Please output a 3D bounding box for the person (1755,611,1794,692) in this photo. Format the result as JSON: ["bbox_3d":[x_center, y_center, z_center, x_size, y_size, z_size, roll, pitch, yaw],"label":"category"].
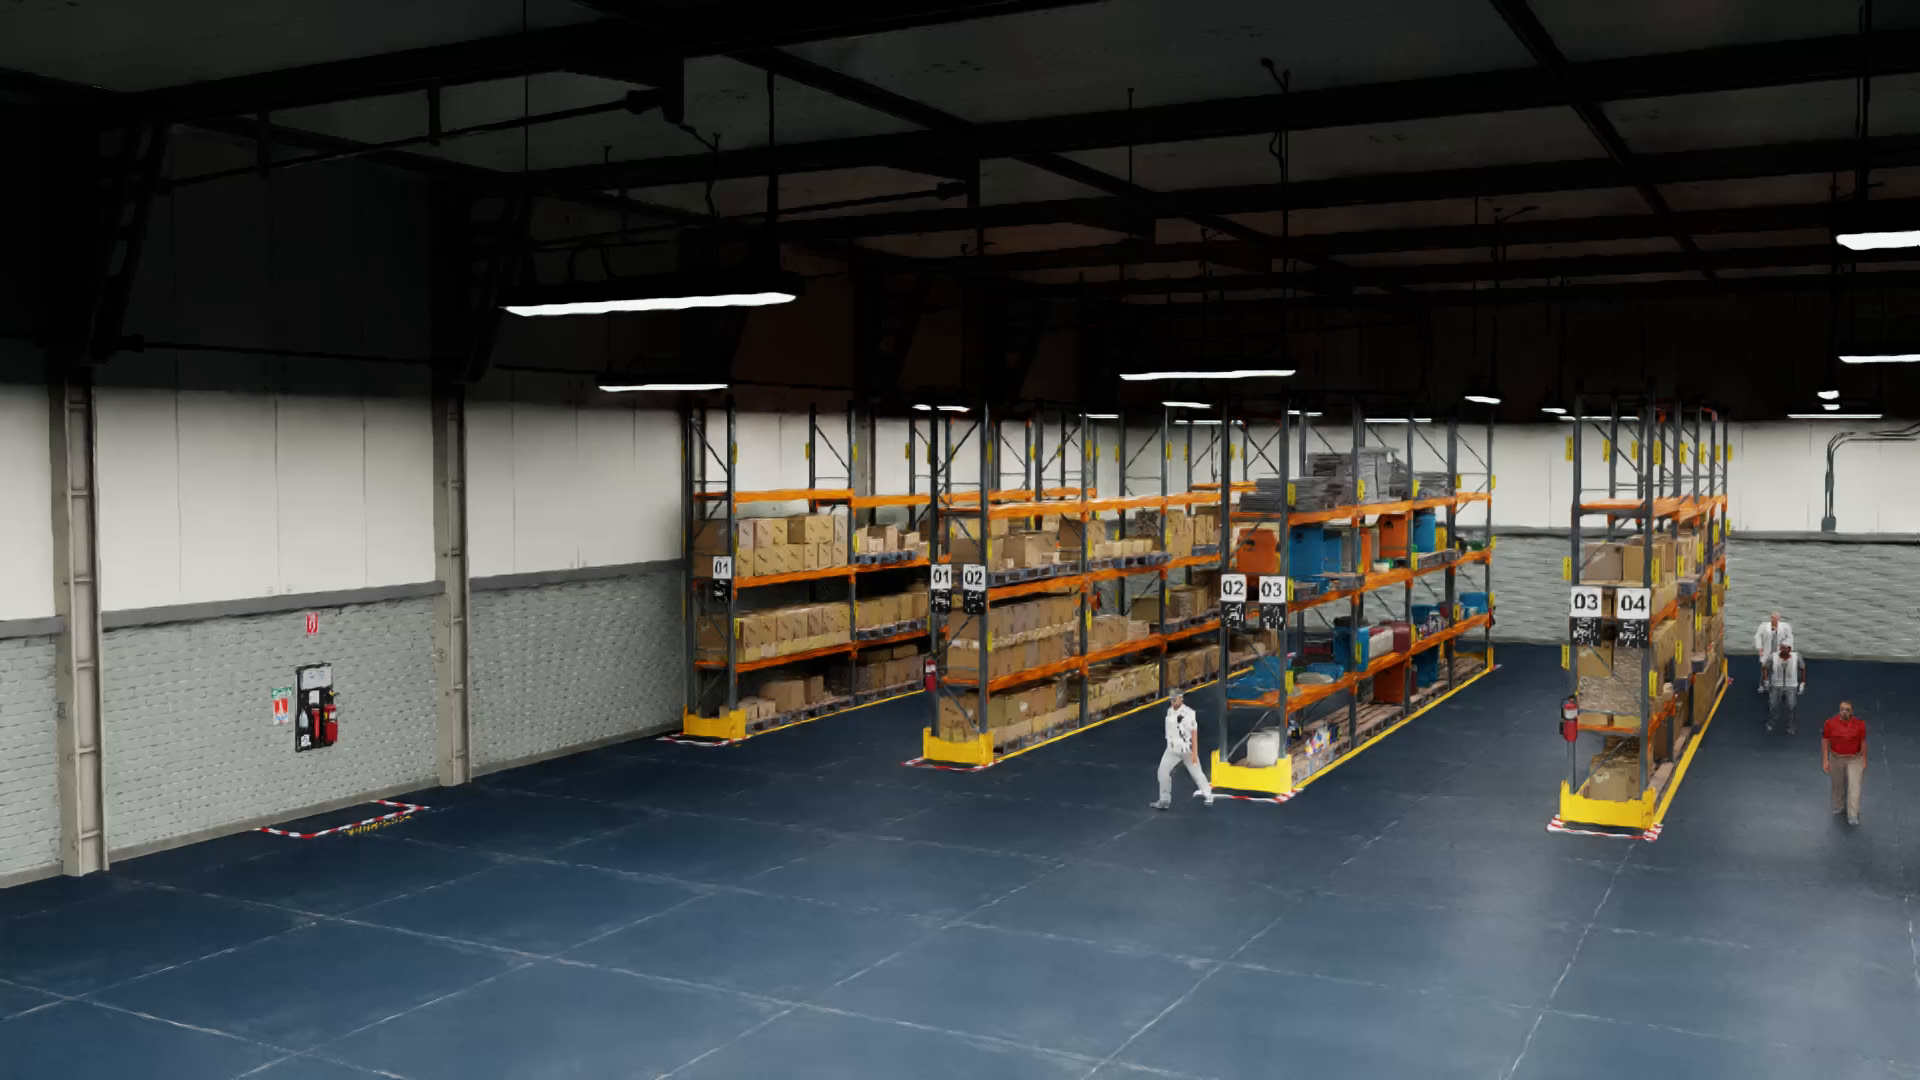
[{"bbox_3d":[16.894,2.373,34.528,0.729,1.636,0.546,1,3,26],"label":"person"}]

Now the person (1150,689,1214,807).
[{"bbox_3d":[3.150,2.917,23.419,0.974,1.698,0.579,-3,4,-42],"label":"person"}]

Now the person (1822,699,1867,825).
[{"bbox_3d":[11.990,2.974,22.563,0.542,1.645,1.126,2,3,31],"label":"person"}]

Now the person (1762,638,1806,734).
[{"bbox_3d":[14.599,2.592,29.476,0.702,1.734,0.549,2,3,27],"label":"person"}]
